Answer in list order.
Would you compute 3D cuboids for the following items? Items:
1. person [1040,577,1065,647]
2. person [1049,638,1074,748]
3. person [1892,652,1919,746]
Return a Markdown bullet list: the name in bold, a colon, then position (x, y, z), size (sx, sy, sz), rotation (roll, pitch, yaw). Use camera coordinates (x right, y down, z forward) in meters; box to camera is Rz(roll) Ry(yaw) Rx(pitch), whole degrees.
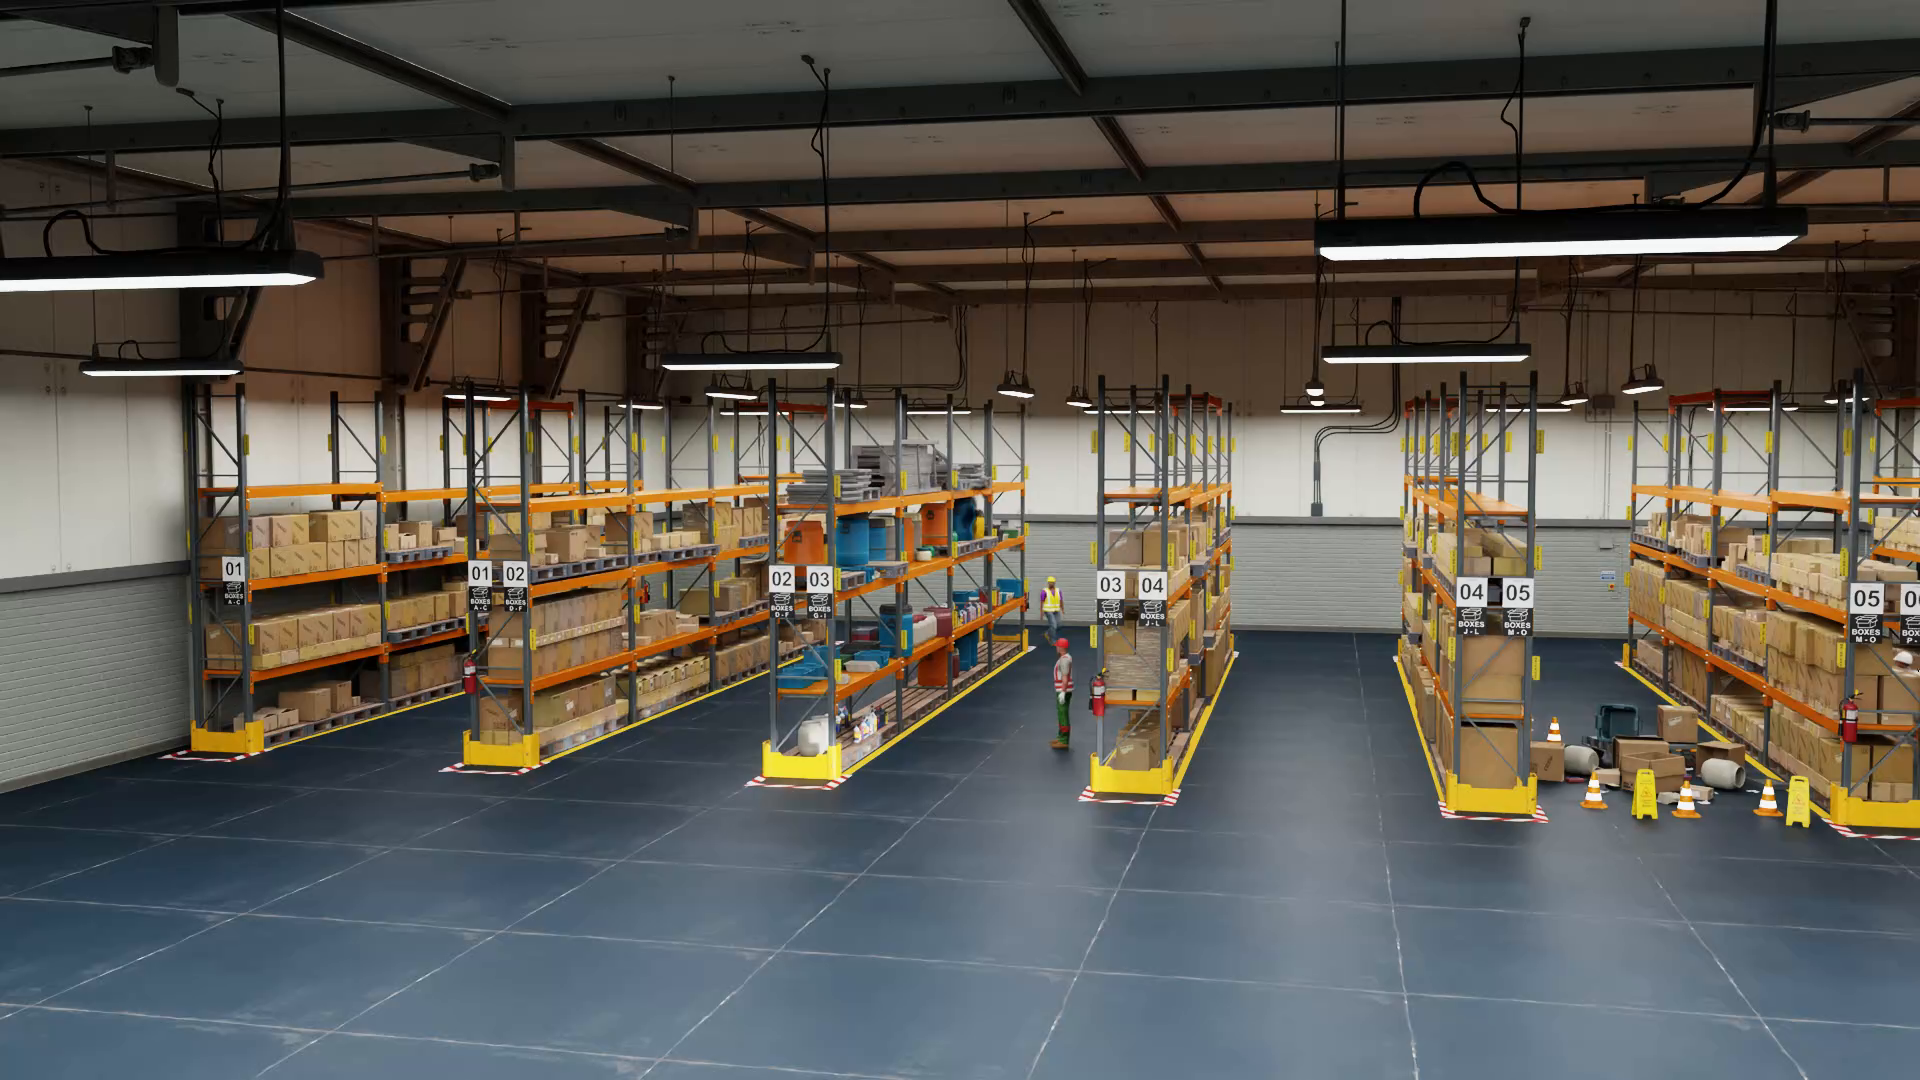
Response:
- **person**: position (2.246, 1.775, 41.291), size (0.633, 1.742, 0.668), rotation (-3, 4, -38)
- **person**: position (1.686, 2.521, 27.575), size (0.413, 1.793, 0.603), rotation (0, 3, 5)
- **person**: position (14.843, 2.661, 26.112), size (0.700, 1.799, 0.657), rotation (1, 3, 17)
